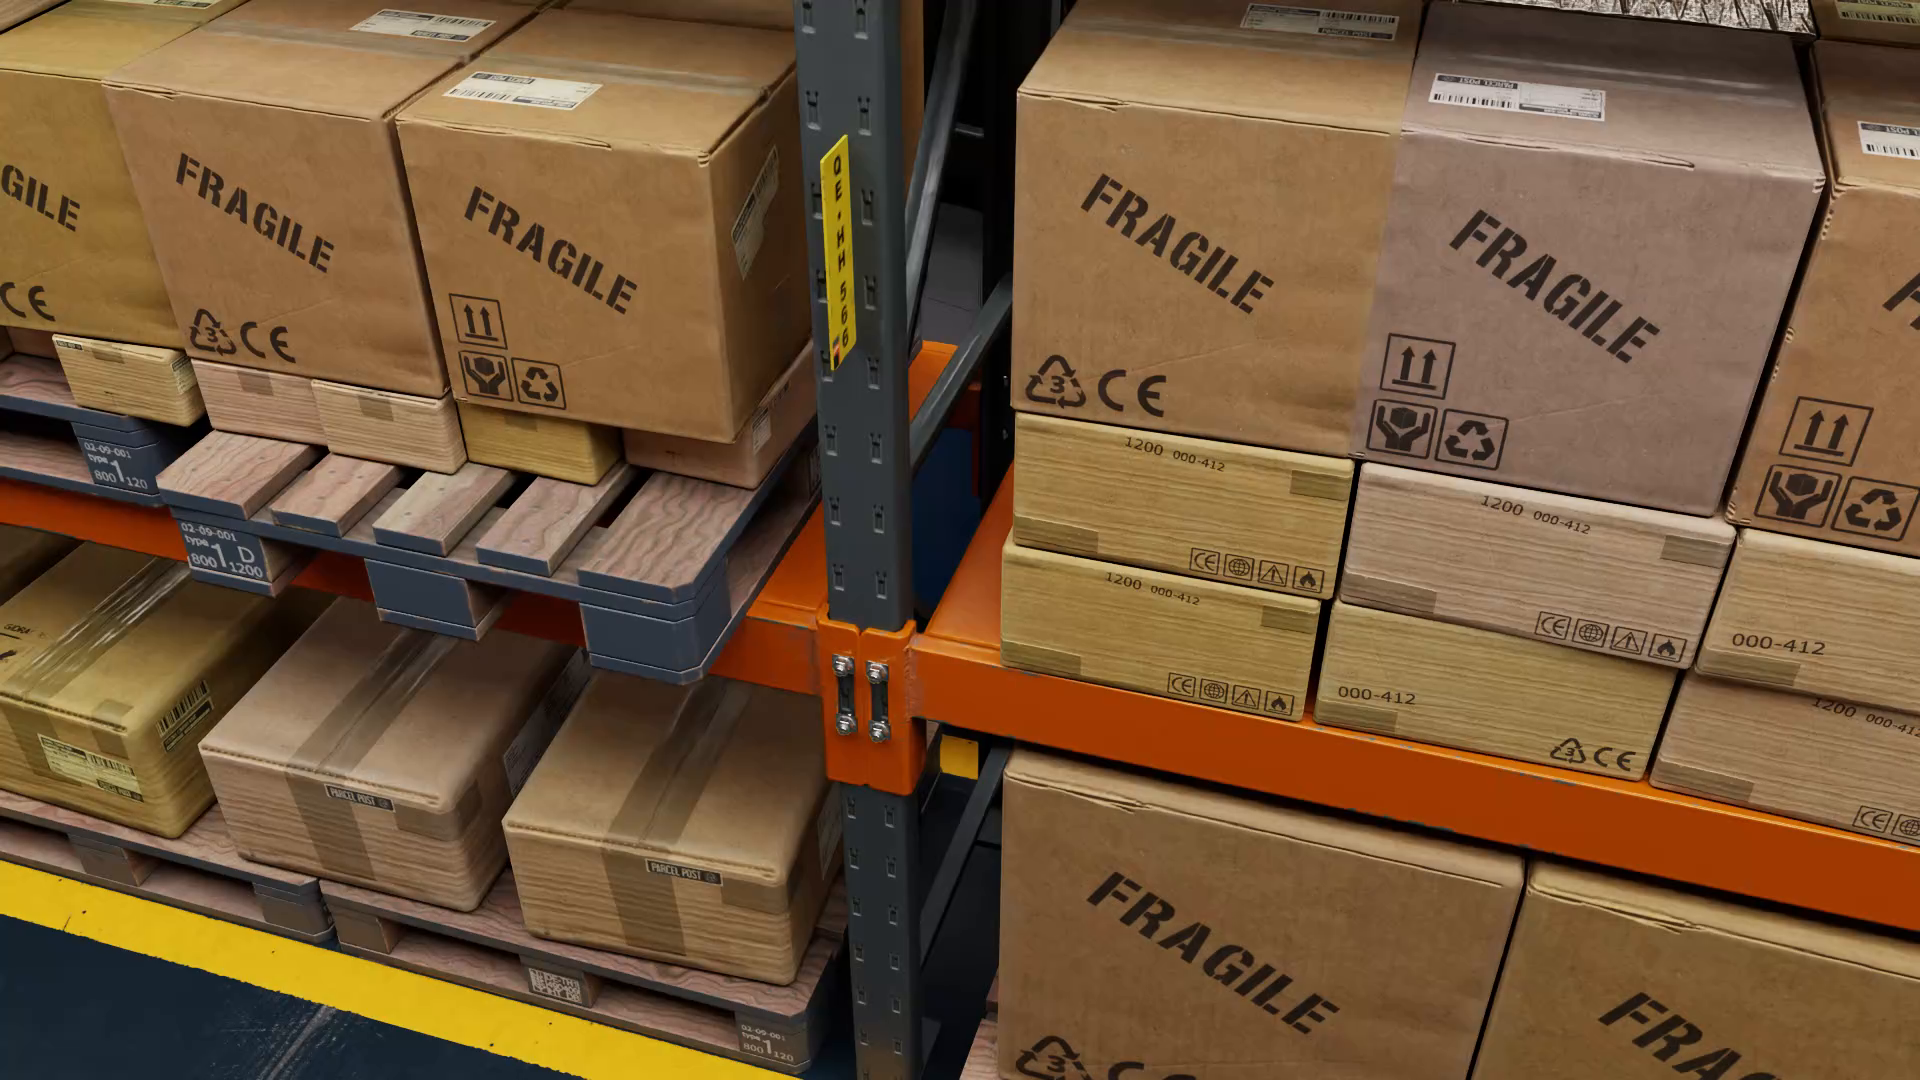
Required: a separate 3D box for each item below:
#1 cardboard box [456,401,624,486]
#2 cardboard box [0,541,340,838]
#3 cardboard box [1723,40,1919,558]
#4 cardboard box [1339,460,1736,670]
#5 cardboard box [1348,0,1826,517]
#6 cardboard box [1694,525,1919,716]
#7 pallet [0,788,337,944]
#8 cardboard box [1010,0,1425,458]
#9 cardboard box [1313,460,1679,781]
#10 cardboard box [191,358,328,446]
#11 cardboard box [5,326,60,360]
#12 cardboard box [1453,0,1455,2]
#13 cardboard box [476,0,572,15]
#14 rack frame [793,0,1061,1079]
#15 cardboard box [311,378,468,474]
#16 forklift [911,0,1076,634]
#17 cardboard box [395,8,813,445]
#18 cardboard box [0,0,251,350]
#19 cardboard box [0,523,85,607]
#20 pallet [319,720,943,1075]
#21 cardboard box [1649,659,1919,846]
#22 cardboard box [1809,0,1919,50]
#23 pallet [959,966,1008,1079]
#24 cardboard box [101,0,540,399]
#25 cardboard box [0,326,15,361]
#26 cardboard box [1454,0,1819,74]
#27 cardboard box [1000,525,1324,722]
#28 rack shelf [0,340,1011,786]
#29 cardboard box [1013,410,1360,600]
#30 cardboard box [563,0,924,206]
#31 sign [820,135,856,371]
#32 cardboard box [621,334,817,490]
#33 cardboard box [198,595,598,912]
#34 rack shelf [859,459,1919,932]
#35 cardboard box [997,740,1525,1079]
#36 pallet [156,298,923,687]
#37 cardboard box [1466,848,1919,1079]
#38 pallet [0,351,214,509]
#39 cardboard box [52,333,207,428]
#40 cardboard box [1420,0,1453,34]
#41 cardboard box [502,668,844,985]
[{"bbox_3d":[-0.678,-0.277,2.954,0.250,0.149,0.380,11,38,15],"label":"cardboard box"},{"bbox_3d":[-1.982,0.243,4.252,0.625,0.372,0.950,12,38,15],"label":"cardboard box"},{"bbox_3d":[1.346,-0.313,2.217,0.500,0.500,0.500,12,38,15],"label":"cardboard box"},{"bbox_3d":[0.886,-0.098,2.557,0.500,0.250,0.500,11,38,15],"label":"cardboard box"},{"bbox_3d":[0.857,-0.413,2.353,0.500,0.500,0.500,11,38,14],"label":"cardboard box"},{"bbox_3d":[1.358,-0.002,2.428,0.500,0.250,0.500,10,38,14],"label":"cardboard box"},{"bbox_3d":[-1.923,0.489,4.407,1.213,0.211,1.003,10,38,14],"label":"pallet"},{"bbox_3d":[0.381,-0.495,2.465,0.500,0.500,0.500,9,37,12],"label":"cardboard box"},{"bbox_3d":[0.870,0.092,2.721,0.500,0.250,0.500,9,37,13],"label":"cardboard box"},{"bbox_3d":[-1.169,-0.345,3.046,0.250,0.149,0.380,9,37,12],"label":"cardboard box"},{"bbox_3d":[-1.639,-0.502,3.259,0.250,0.149,0.380,11,38,14],"label":"cardboard box"},{"bbox_3d":[1.948,-2.302,6.969,0.500,0.250,0.500,9,37,12],"label":"cardboard box"},{"bbox_3d":[-0.877,-0.906,3.260,0.500,0.500,0.500,12,38,16],"label":"cardboard box"},{"bbox_3d":[-0.017,-0.278,3.097,0.127,3.000,1.000,10,38,14],"label":"rack frame"},{"bbox_3d":[-0.932,-0.296,2.980,0.250,0.149,0.380,10,38,14],"label":"cardboard box"},{"bbox_3d":[0.409,-1.544,4.875,1.130,2.935,3.031,20,41,25],"label":"forklift"},{"bbox_3d":[-0.534,-0.530,2.750,0.500,0.500,0.500,9,37,13],"label":"cardboard box"},{"bbox_3d":[-1.513,-0.704,2.986,0.500,0.500,0.500,8,37,11],"label":"cardboard box"},{"bbox_3d":[-2.647,0.121,4.418,0.625,0.372,0.950,13,38,17],"label":"cardboard box"},{"bbox_3d":[-0.763,0.706,4.112,1.213,0.211,1.003,10,38,14],"label":"pallet"},{"bbox_3d":[1.369,0.188,2.590,0.500,0.250,0.500,12,38,15],"label":"cardboard box"},{"bbox_3d":[1.519,-0.600,2.607,0.500,0.500,0.500,11,38,14],"label":"cardboard box"},{"bbox_3d":[0.713,1.027,3.676,1.213,0.211,1.003,10,38,14],"label":"pallet"},{"bbox_3d":[-1.031,-0.615,2.866,0.500,0.500,0.500,10,38,13],"label":"cardboard box"},{"bbox_3d":[-1.903,-0.500,3.256,0.250,0.149,0.380,9,37,12],"label":"cardboard box"},{"bbox_3d":[1.046,-0.691,2.731,0.500,0.500,0.500,11,38,15],"label":"cardboard box"},{"bbox_3d":[0.375,0.011,2.831,0.500,0.250,0.500,10,37,13],"label":"cardboard box"},{"bbox_3d":[-1.926,-0.342,3.791,4.000,0.370,1.077,10,38,14],"label":"rack shelf"},{"bbox_3d":[0.393,-0.190,2.682,0.500,0.250,0.500,10,38,14],"label":"cardboard box"},{"bbox_3d":[-0.378,-0.818,3.141,0.500,0.500,0.500,9,37,13],"label":"cardboard box"},{"bbox_3d":[-0.170,-0.404,2.358,0.005,0.325,0.100,10,38,14],"label":"sign"},{"bbox_3d":[-0.400,-0.271,2.945,0.250,0.149,0.380,12,38,16],"label":"cardboard box"},{"bbox_3d":[-1.260,0.380,4.066,0.625,0.372,0.950,10,37,13],"label":"cardboard box"},{"bbox_3d":[1.892,0.365,2.830,4.000,0.370,1.077,10,38,14],"label":"rack shelf"},{"bbox_3d":[0.617,0.578,3.373,0.875,0.875,0.875,10,38,13],"label":"cardboard box"},{"bbox_3d":[-0.729,-0.266,3.243,1.003,0.211,1.213,10,38,14],"label":"pallet"},{"bbox_3d":[1.467,0.738,3.155,0.875,0.875,0.875,11,38,14],"label":"cardboard box"},{"bbox_3d":[-1.919,-0.527,3.598,1.213,0.211,1.003,10,38,14],"label":"pallet"},{"bbox_3d":[-1.436,-0.386,3.102,0.250,0.149,0.380,11,38,15],"label":"cardboard box"},{"bbox_3d":[0.554,-0.777,2.848,0.500,0.500,0.500,10,37,13],"label":"cardboard box"},{"bbox_3d":[-0.554,0.506,3.895,0.625,0.372,0.950,8,37,11],"label":"cardboard box"}]
